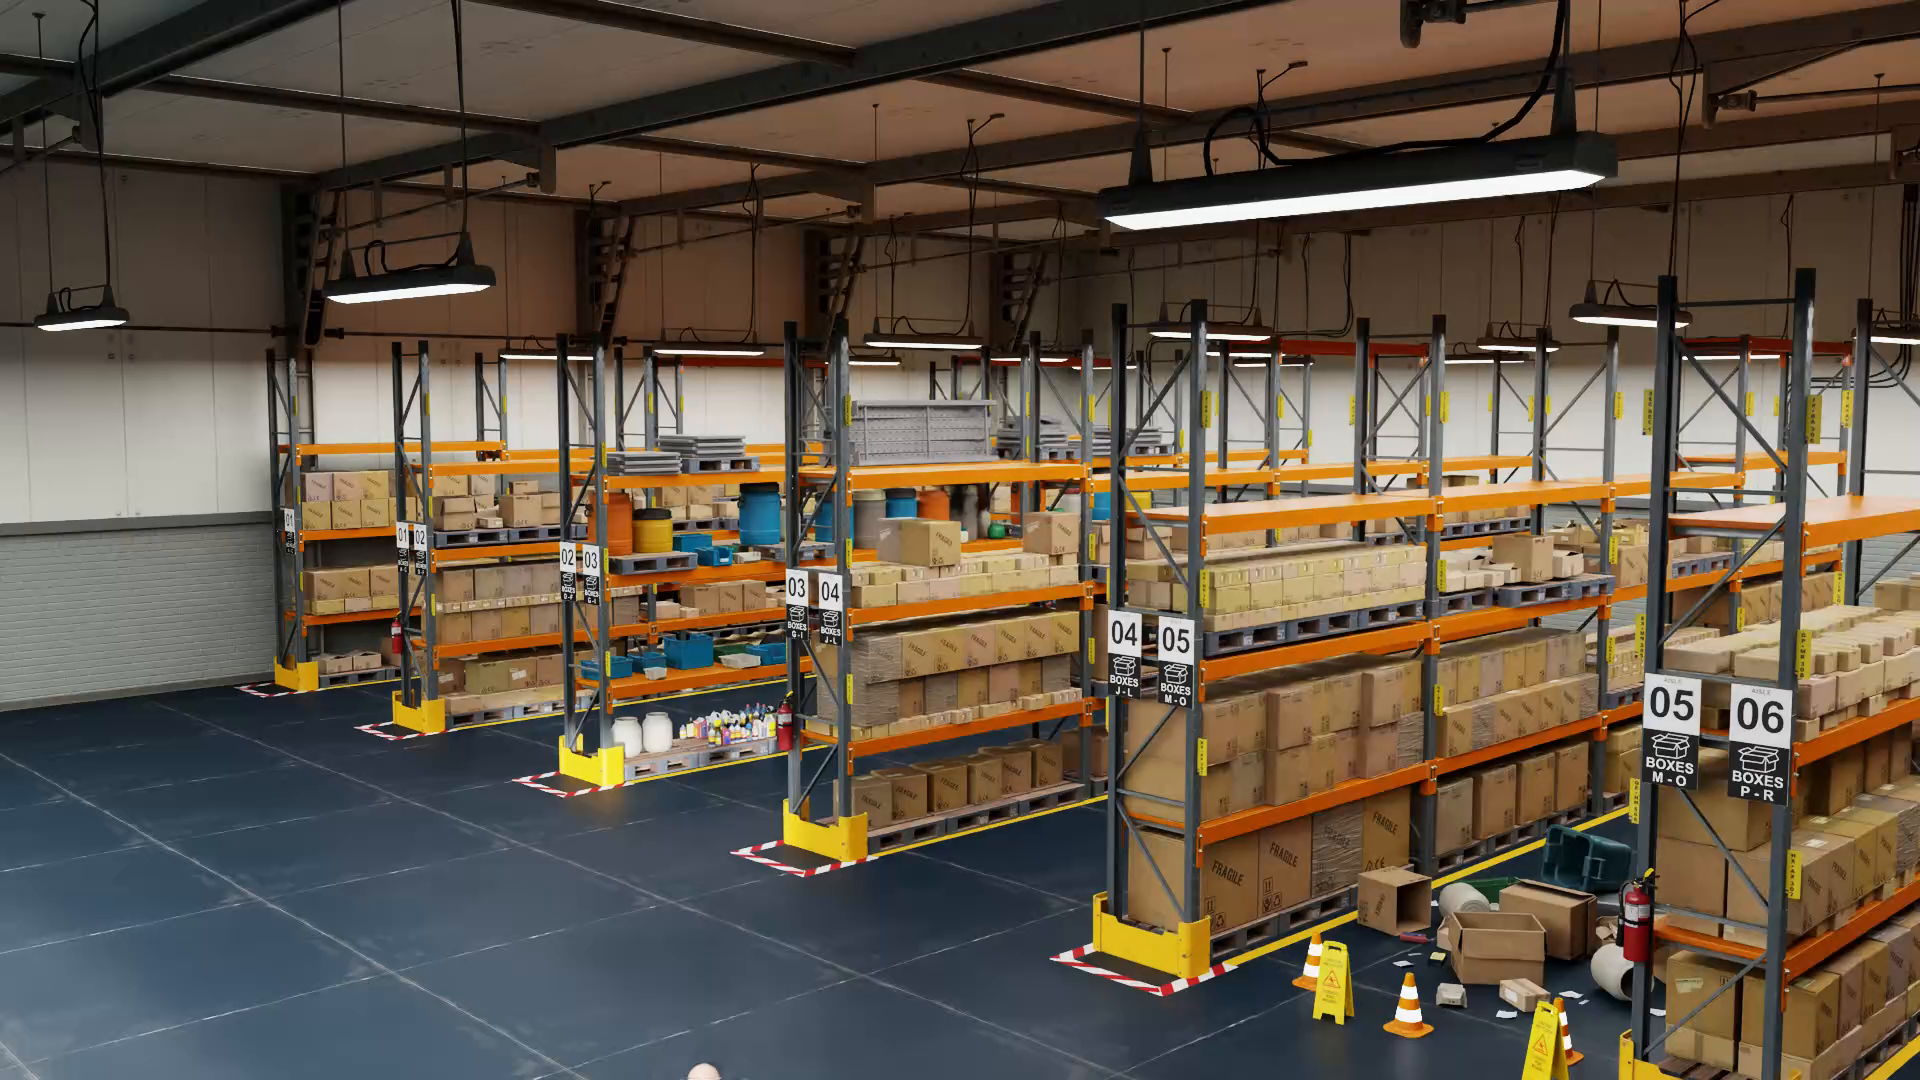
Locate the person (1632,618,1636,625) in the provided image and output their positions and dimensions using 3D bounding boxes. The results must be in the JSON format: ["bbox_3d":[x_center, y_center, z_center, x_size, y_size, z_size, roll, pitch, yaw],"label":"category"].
[{"bbox_3d":[10.734,2.052,26.321,0.696,1.671,0.679,-3,6,-33],"label":"person"}]

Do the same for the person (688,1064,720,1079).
[{"bbox_3d":[-1.326,3.564,8.637,0.712,1.739,0.652,0,5,-2],"label":"person"}]
